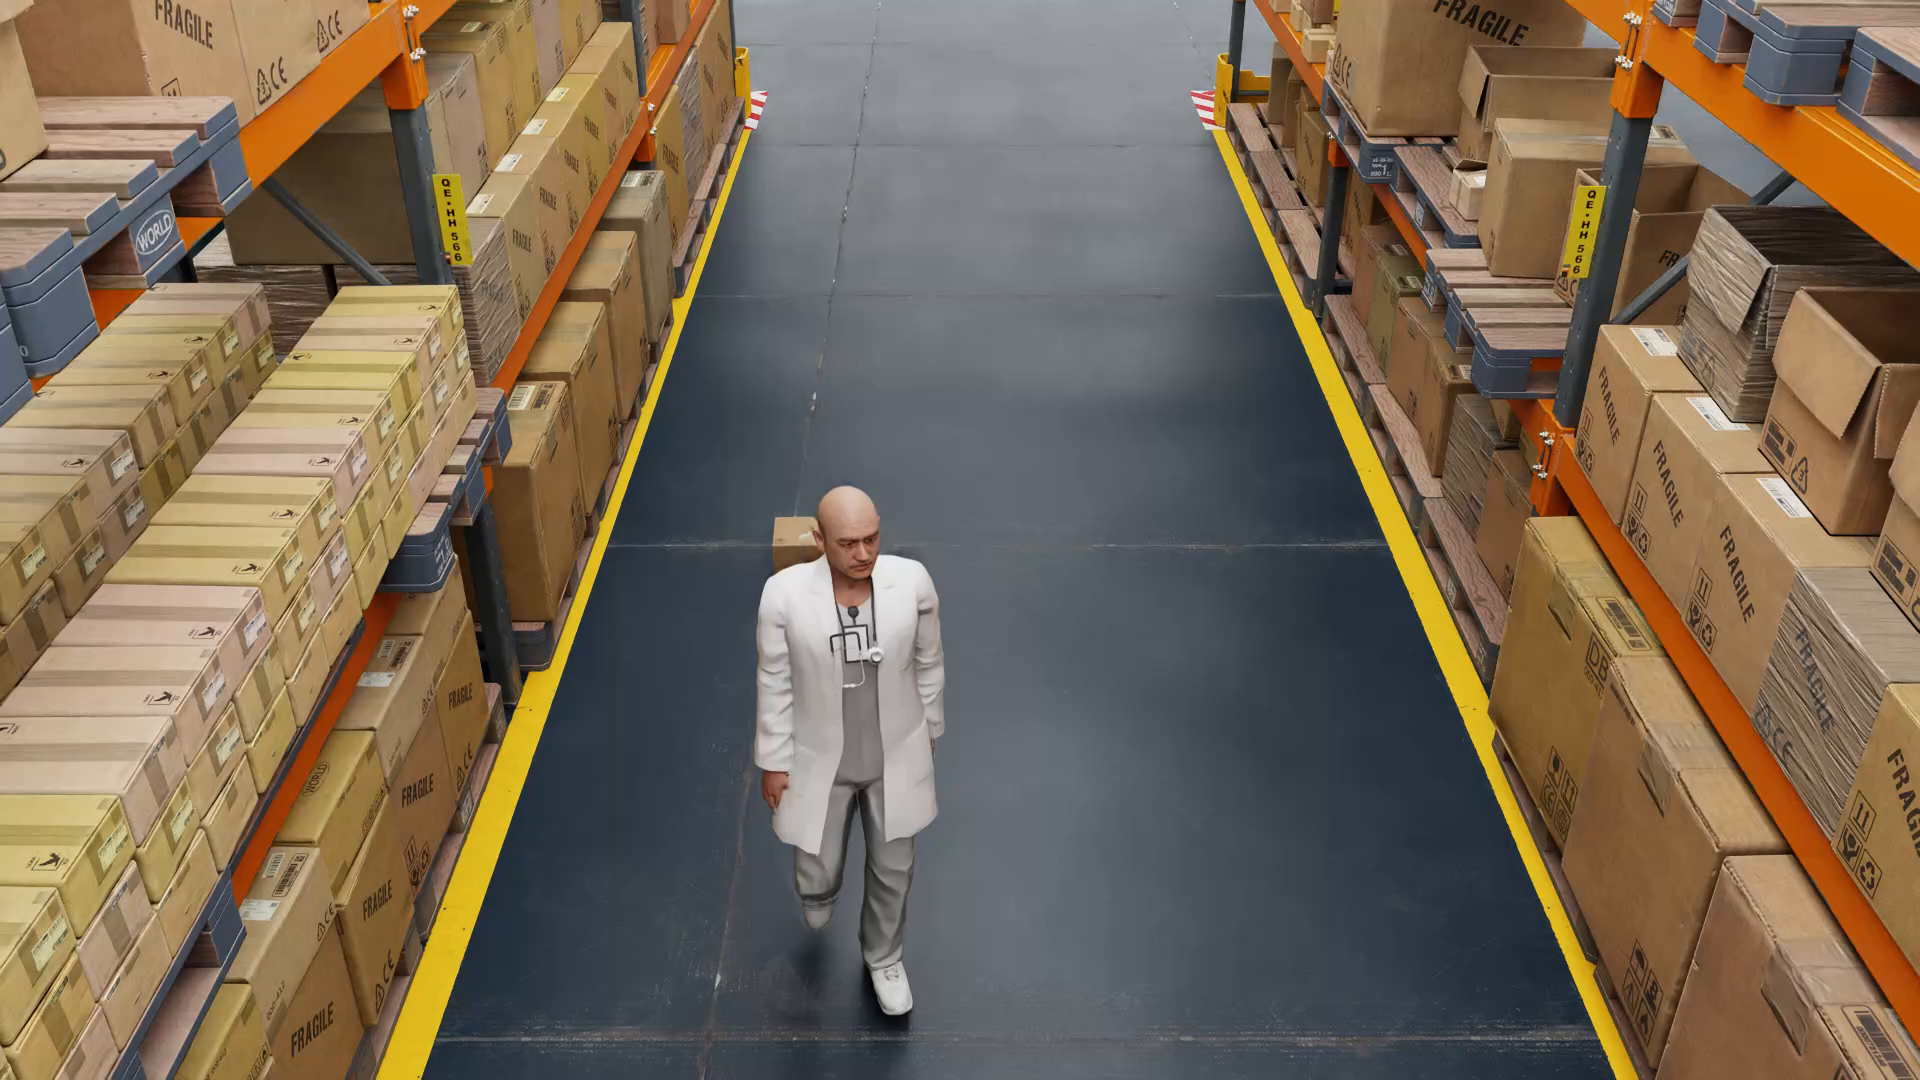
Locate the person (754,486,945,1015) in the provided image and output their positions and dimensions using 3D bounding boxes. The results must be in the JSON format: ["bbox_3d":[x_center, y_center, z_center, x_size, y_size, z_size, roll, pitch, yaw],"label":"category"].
[{"bbox_3d":[-0.332,0.624,5.062,0.600,1.769,0.631,-7,32,-11],"label":"person"}]
